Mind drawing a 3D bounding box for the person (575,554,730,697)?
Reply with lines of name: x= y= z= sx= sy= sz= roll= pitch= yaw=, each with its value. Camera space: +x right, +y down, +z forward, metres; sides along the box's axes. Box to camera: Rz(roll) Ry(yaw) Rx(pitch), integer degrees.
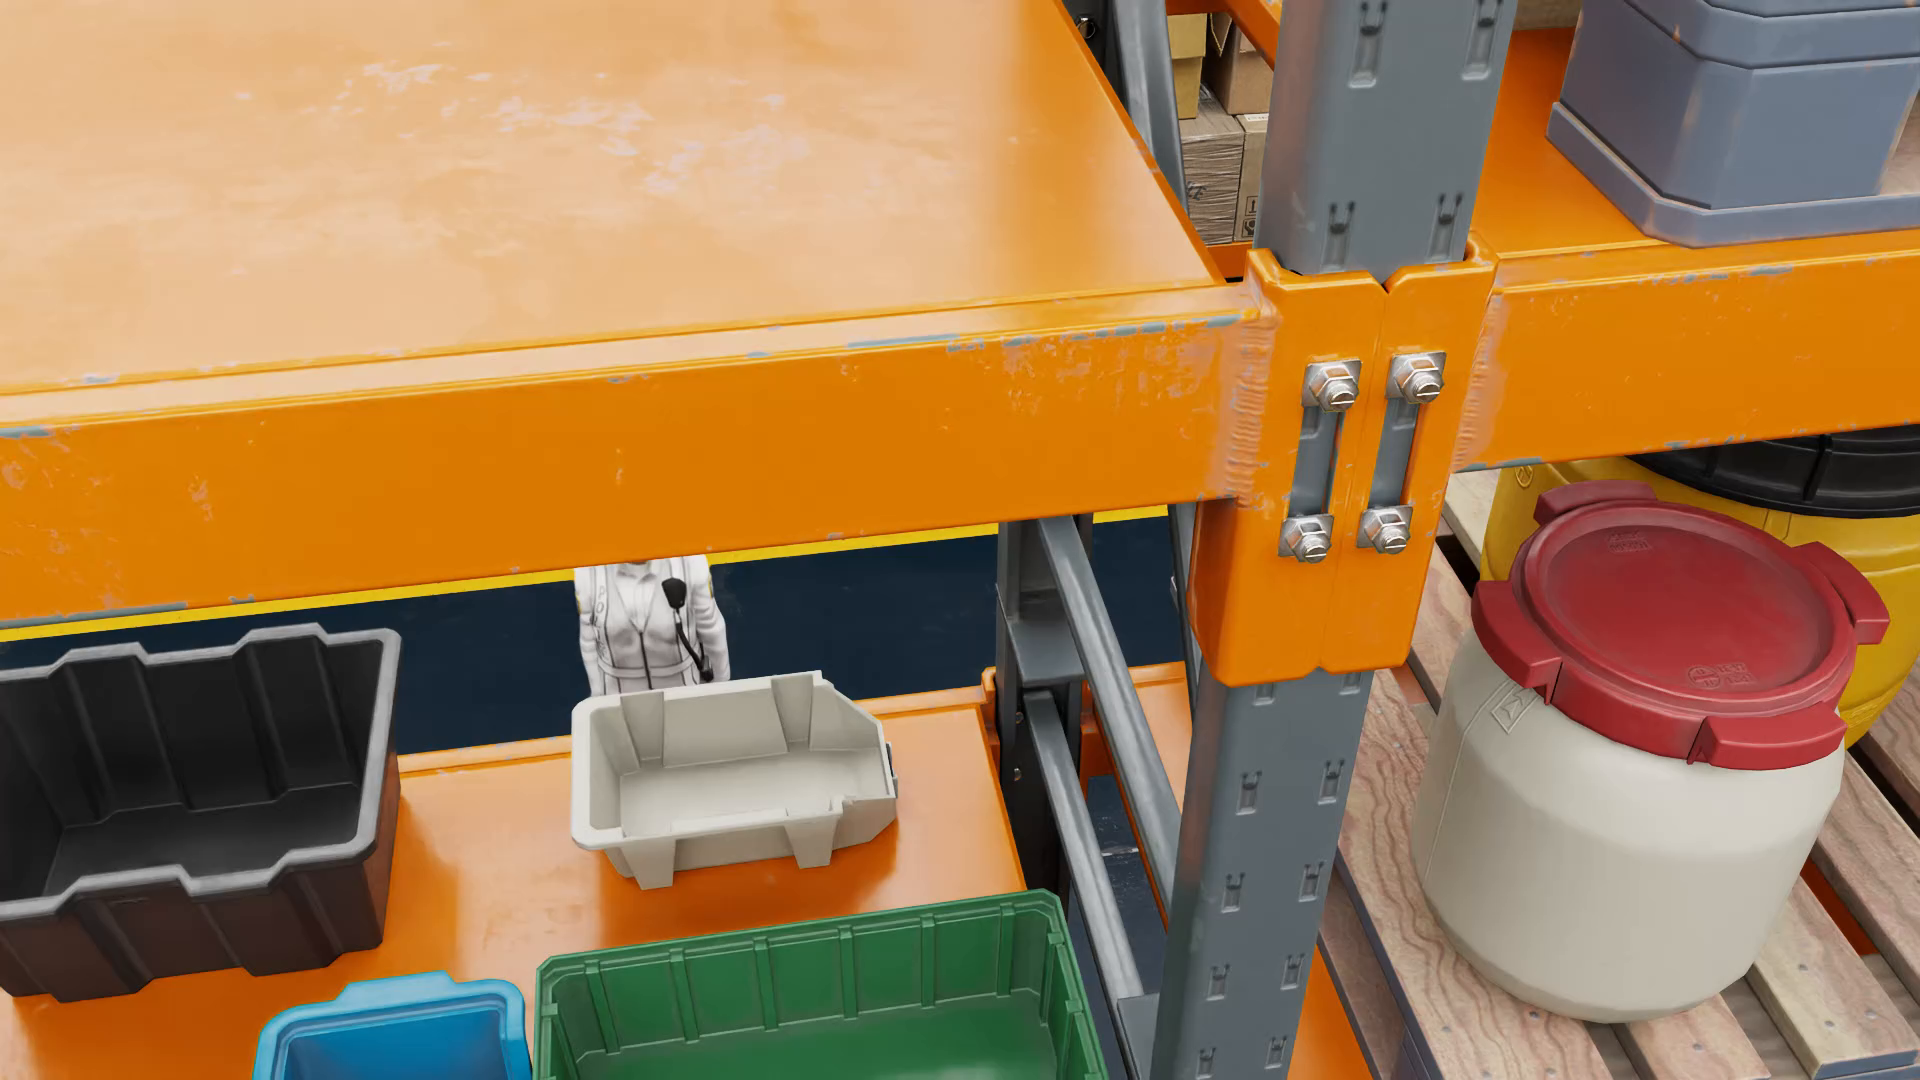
person: x=-0.997 y=0.513 z=5.546 sx=0.470 sy=1.728 sz=0.361 roll=-5 pitch=39 yaw=-7
